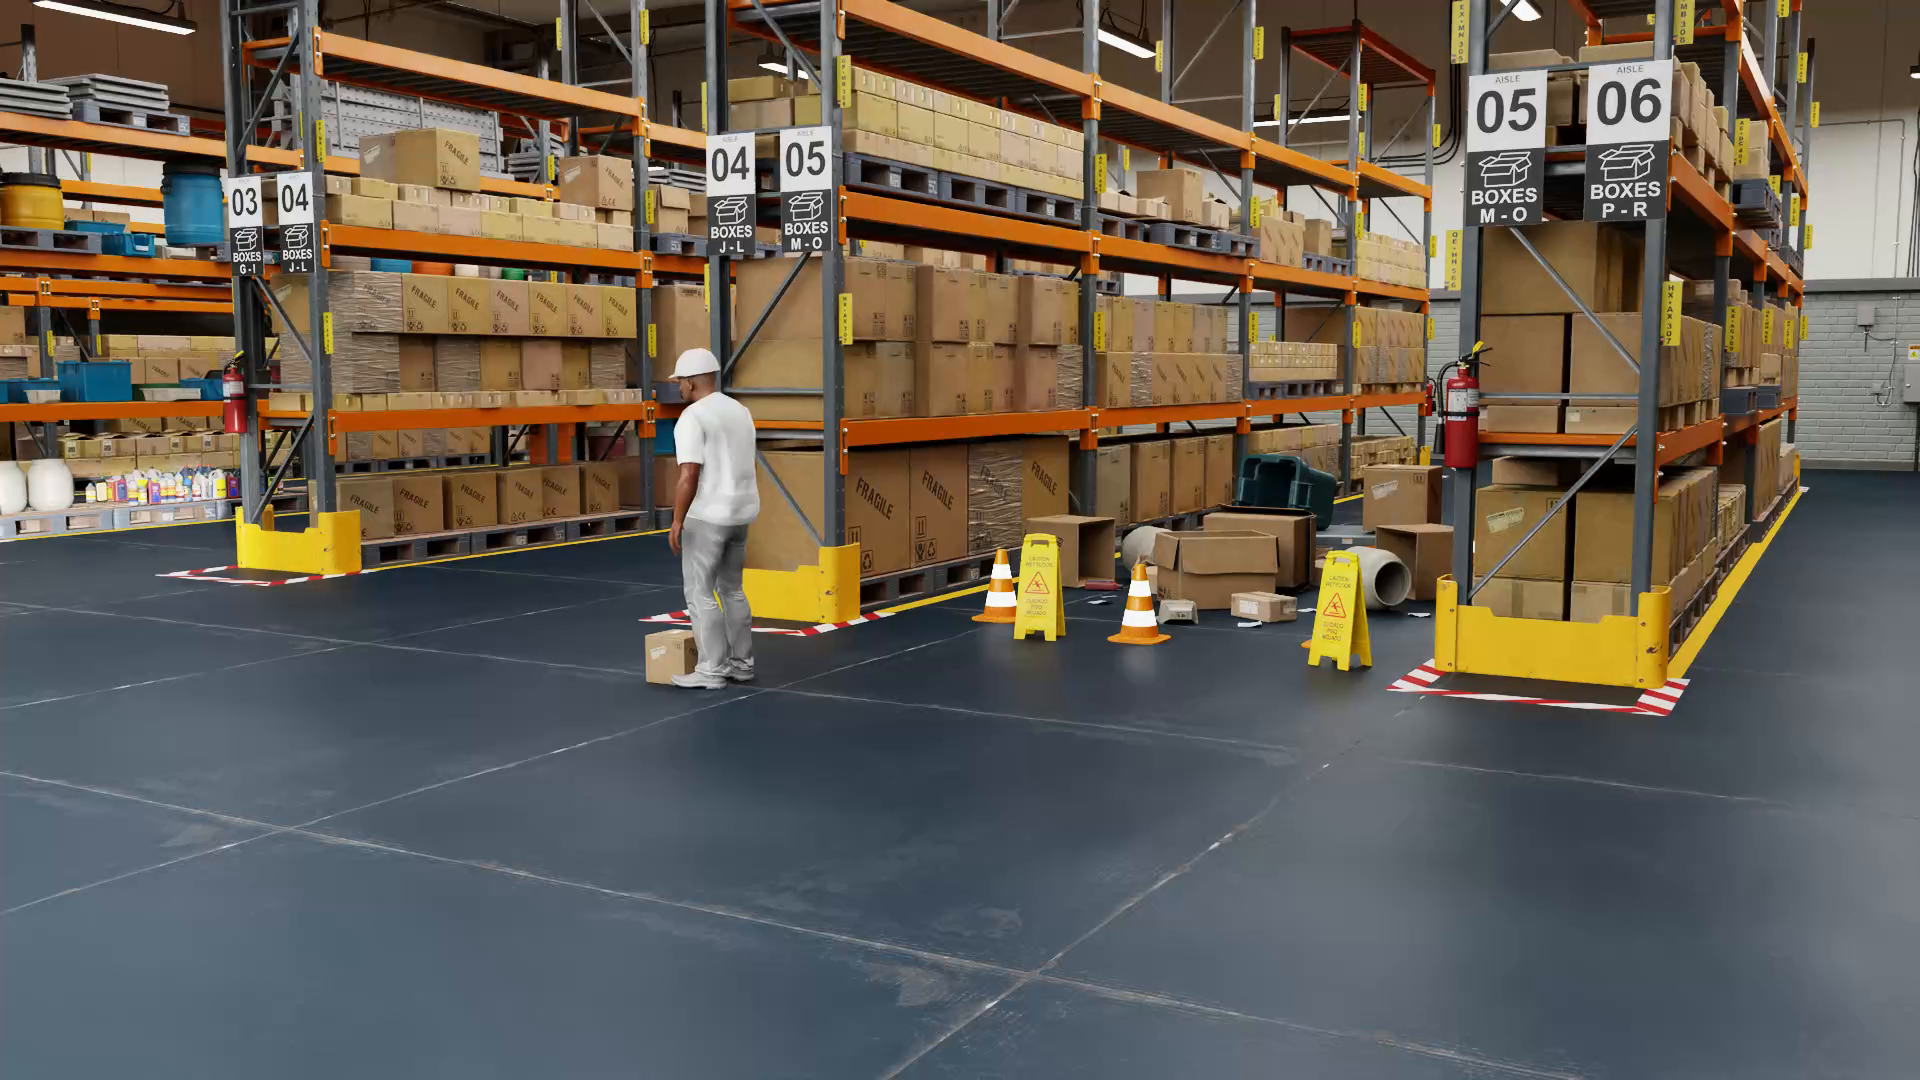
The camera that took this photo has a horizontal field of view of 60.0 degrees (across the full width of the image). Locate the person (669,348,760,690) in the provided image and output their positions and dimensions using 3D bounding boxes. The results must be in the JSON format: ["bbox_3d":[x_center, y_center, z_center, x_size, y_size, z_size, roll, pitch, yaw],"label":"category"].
[{"bbox_3d":[-1.296,-0.117,8.682,0.460,1.761,0.627,3,7,28],"label":"person"}]
